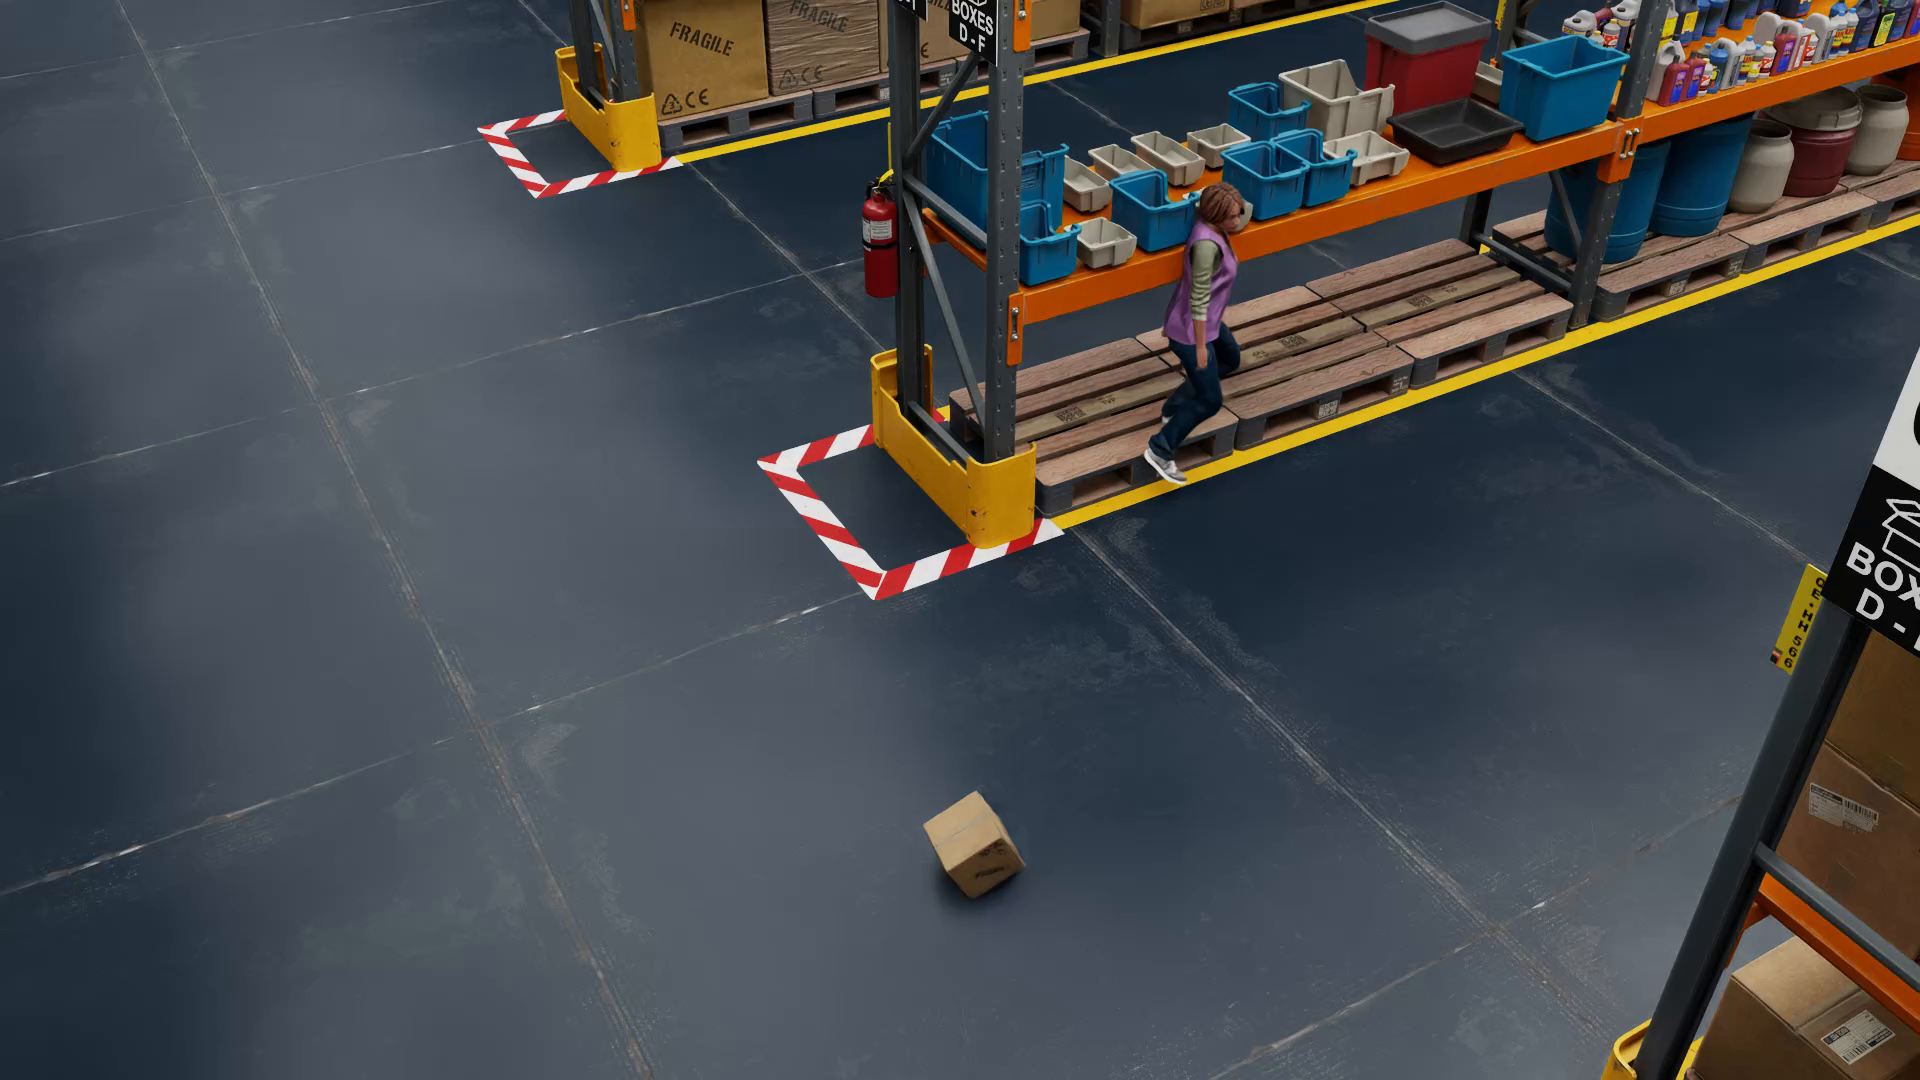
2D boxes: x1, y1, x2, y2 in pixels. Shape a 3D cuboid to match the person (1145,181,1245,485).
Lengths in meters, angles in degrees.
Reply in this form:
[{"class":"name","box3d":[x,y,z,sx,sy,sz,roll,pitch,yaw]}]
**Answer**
[{"class":"person","box3d":[1.184,-1.032,8.208,0.447,1.579,0.492,5,38,7]}]
